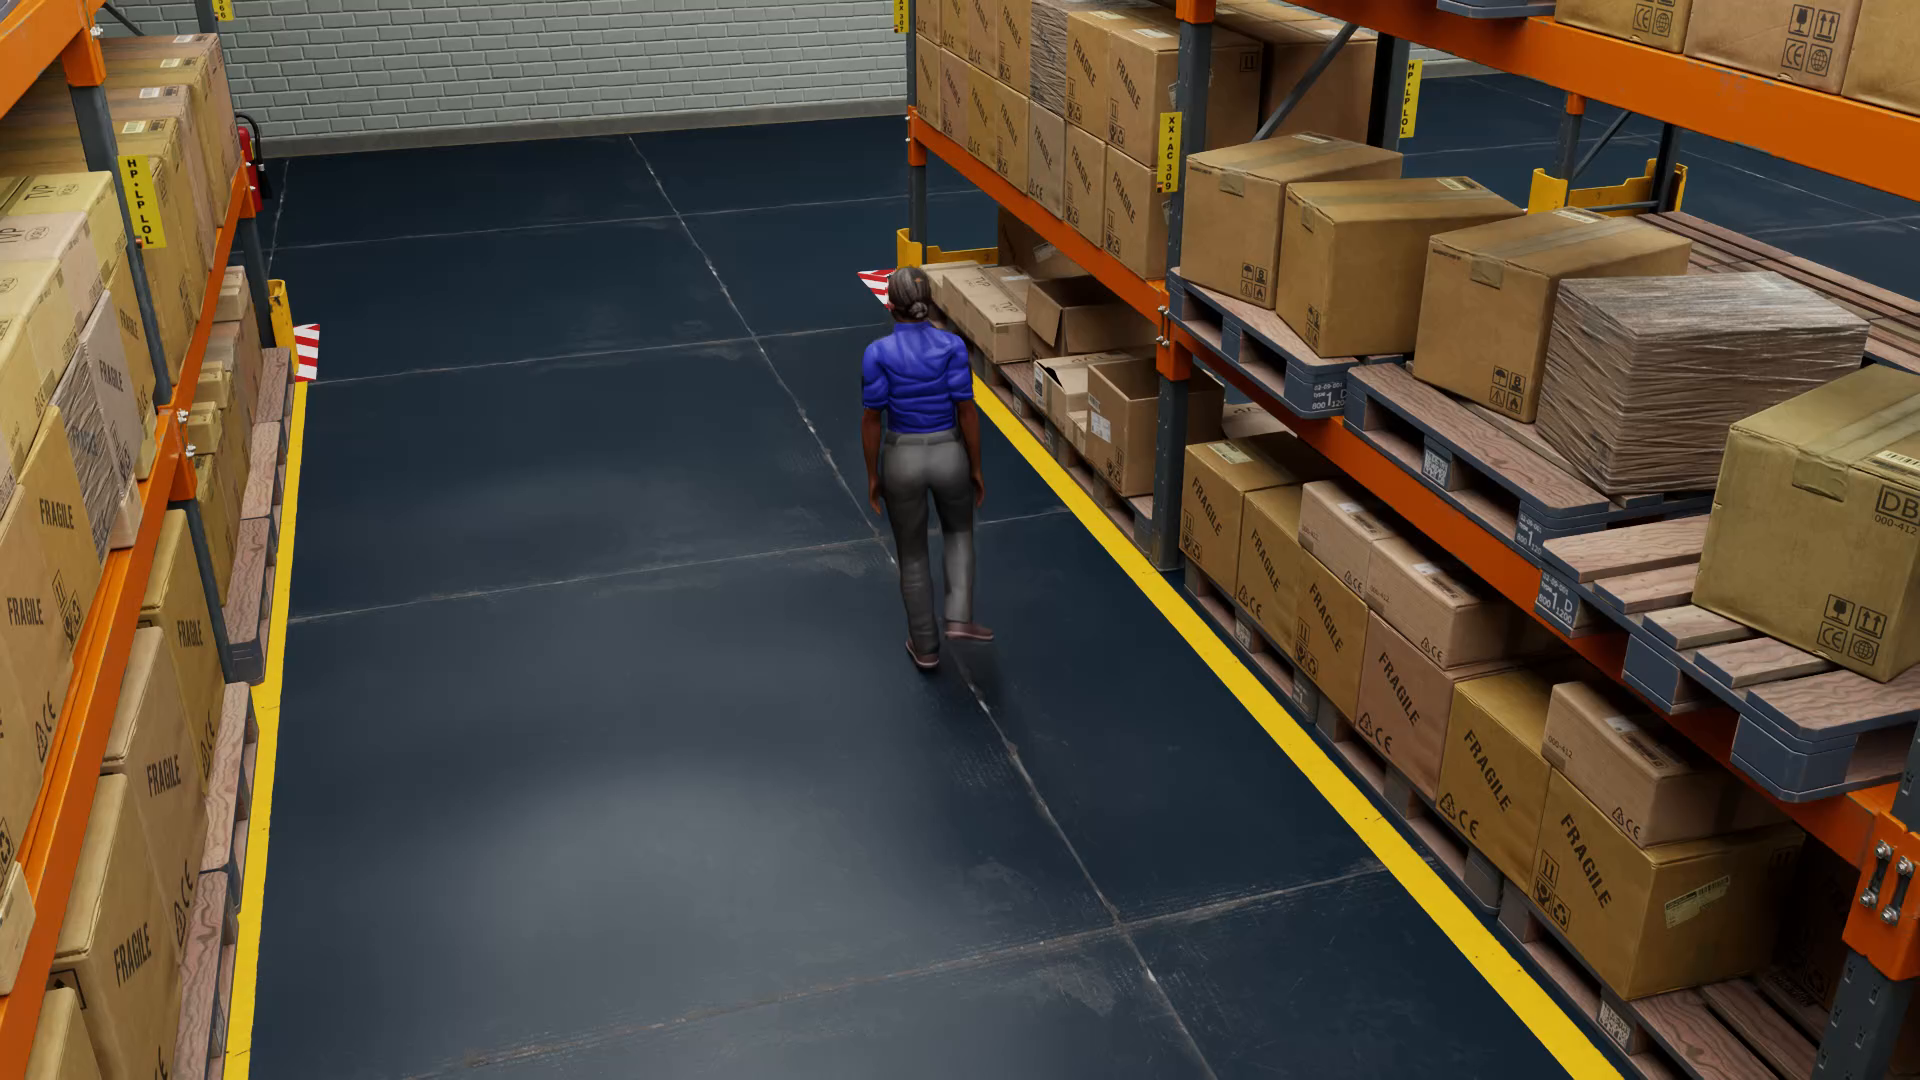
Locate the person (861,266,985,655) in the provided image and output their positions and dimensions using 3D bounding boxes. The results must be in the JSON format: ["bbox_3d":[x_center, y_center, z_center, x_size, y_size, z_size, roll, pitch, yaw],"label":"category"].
[{"bbox_3d":[-0.145,-0.295,6.614,0.483,1.578,0.436,-4,27,-7],"label":"person"}]
